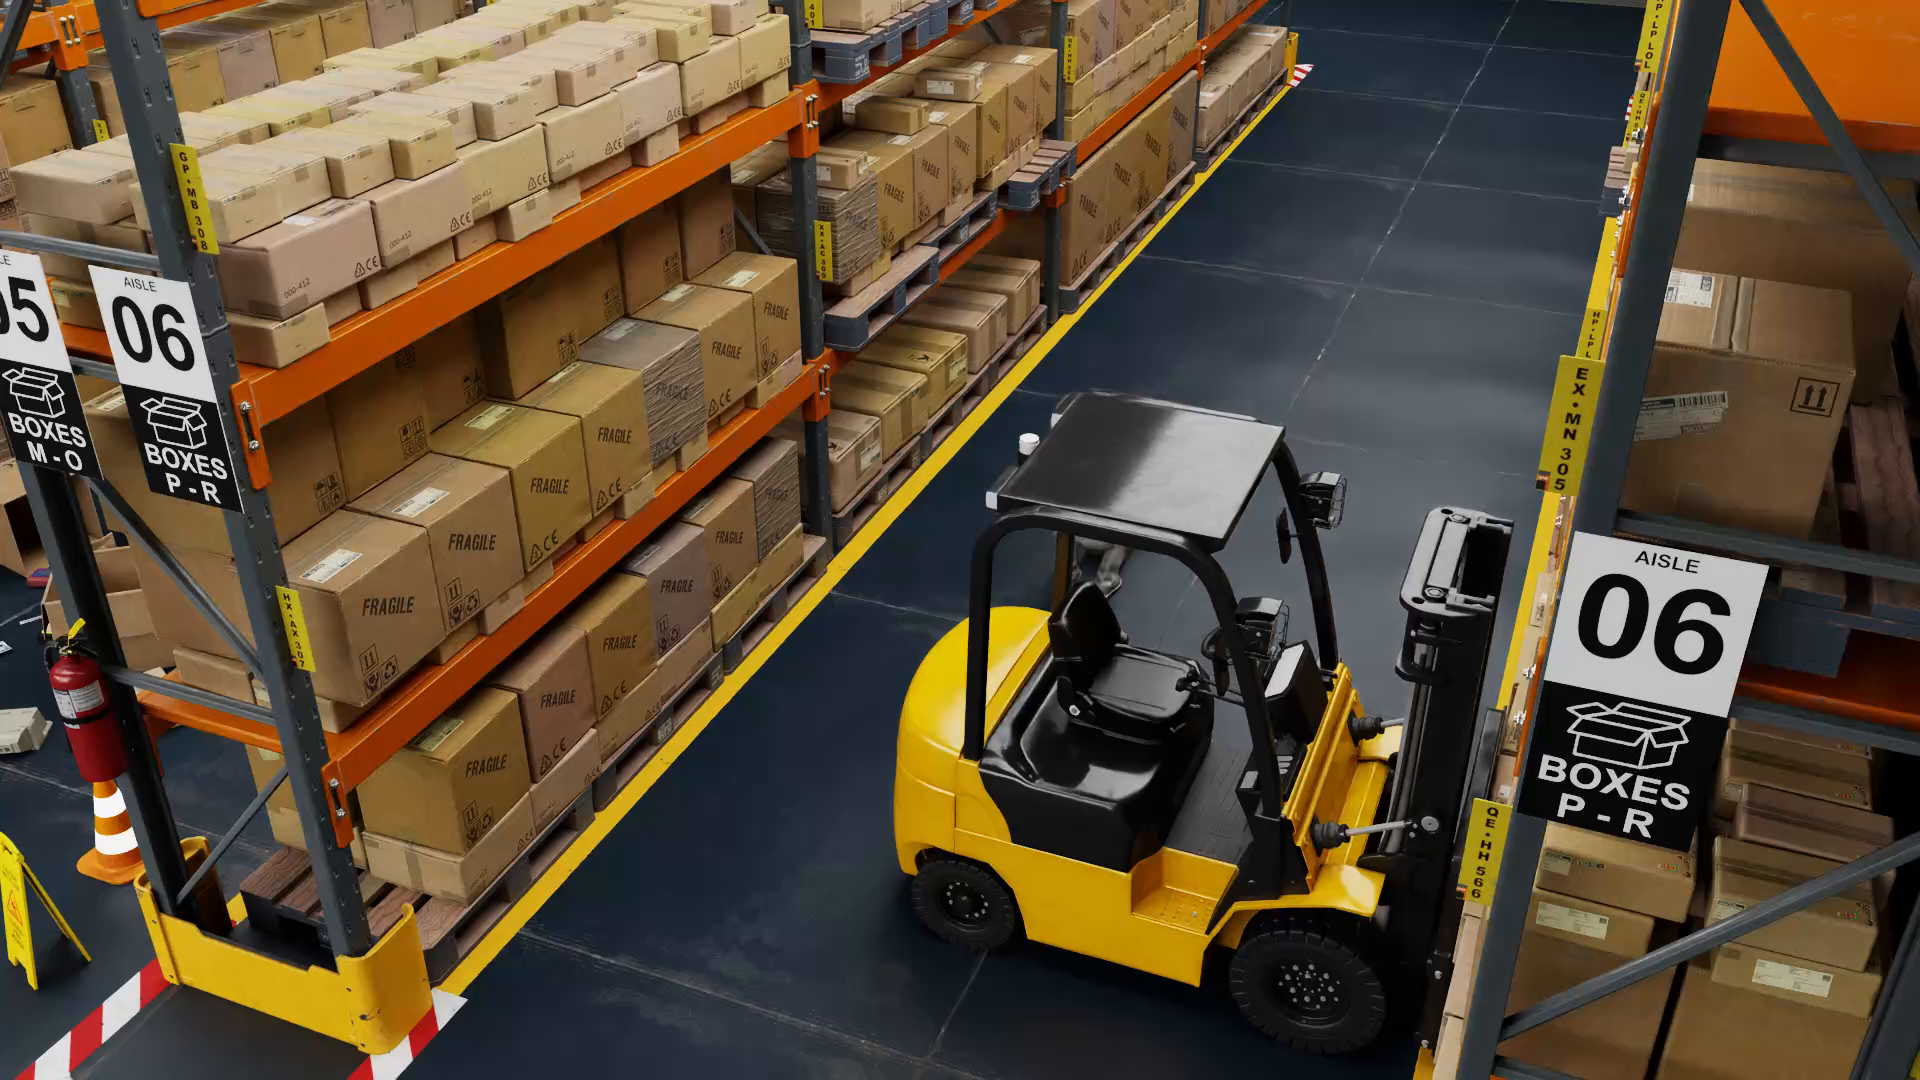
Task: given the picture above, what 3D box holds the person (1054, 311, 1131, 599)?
[{"bbox_3d":[0.748,-0.494,9.234,0.416,1.690,0.522,11,32,18],"label":"person"}]
